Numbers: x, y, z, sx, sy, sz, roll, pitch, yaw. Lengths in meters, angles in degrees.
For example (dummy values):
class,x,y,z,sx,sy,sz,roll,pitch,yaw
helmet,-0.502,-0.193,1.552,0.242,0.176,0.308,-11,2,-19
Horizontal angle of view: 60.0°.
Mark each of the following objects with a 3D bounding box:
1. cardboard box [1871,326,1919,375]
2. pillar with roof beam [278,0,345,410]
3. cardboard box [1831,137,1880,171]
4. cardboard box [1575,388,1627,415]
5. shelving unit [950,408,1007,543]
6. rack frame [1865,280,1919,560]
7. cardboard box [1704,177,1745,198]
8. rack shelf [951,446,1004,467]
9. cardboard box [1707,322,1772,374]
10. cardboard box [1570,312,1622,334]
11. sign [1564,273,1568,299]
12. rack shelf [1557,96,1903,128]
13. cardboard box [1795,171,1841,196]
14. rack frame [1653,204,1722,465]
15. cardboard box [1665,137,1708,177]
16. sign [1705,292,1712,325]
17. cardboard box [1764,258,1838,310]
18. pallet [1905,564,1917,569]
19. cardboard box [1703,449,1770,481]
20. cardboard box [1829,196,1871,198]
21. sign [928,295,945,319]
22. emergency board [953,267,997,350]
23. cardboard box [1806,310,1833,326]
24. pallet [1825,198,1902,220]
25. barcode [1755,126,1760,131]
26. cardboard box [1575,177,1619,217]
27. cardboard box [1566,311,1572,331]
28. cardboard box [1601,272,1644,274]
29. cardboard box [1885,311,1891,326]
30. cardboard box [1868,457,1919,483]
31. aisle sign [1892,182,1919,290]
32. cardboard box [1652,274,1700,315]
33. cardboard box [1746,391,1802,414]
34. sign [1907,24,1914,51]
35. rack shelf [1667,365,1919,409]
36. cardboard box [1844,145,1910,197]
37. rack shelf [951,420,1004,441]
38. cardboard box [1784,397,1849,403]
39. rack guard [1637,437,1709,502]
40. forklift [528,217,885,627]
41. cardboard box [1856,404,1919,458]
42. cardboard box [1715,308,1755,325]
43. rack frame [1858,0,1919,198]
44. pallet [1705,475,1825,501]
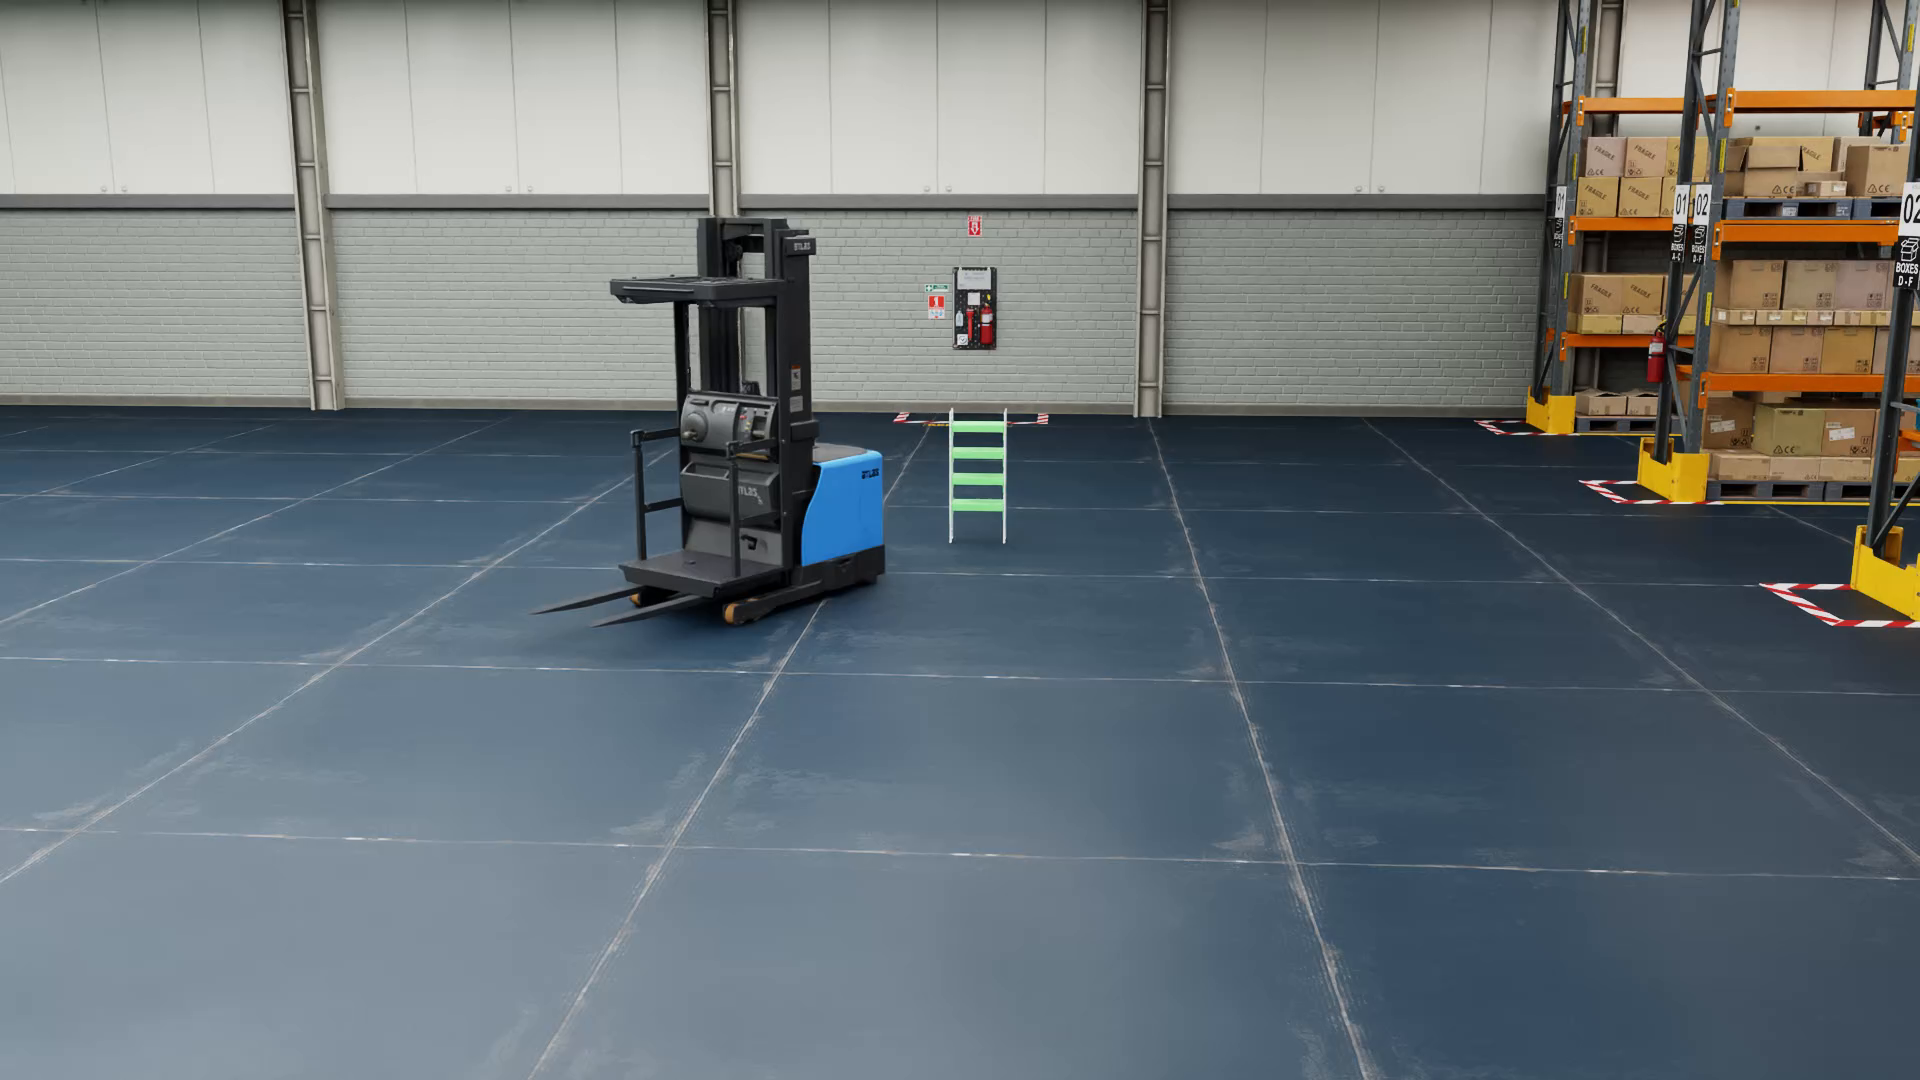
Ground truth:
class,x,y,z,sx,sy,sz,roll,pitch,yaw
cardboard box,9.585,-1.997,17.226,0.500,0.500,0.700,1,12,5
pillar with roof beam,-9.588,-5.460,19.373,0.400,9.000,9.100,1,12,4
cardboard box,11.376,-4.903,21.300,0.500,0.500,0.500,0,12,-1
cardboard box,8.587,-1.861,22.313,0.500,0.311,0.500,-1,12,-3
shelving unit,0.165,-0.585,15.116,0.503,1.200,0.258,1,12,4
rack frame,7.241,-0.966,12.540,0.127,3.000,1.000,1,12,4
cardboard box,9.808,-4.437,21.516,0.500,0.500,0.500,2,12,7
rack shelf,0.165,-0.757,15.080,0.480,0.148,0.258,1,12,4
cardboard box,8.041,-2.017,17.324,0.500,0.500,0.700,1,12,4
cardboard box,8.369,-2.854,21.887,0.500,0.250,0.500,0,12,2
sign,7.867,-3.302,21.597,0.005,0.325,0.100,1,12,4
rack shelf,9.899,-5.545,21.545,4.000,0.370,1.077,1,12,4
cardboard box,8.742,-3.684,17.211,0.500,0.250,0.500,1,12,4
rack frame,7.576,-1.977,17.377,0.127,3.000,1.000,1,12,4
cardboard box,9.280,-4.929,21.427,0.500,0.500,0.500,1,12,5
sign,7.533,-2.327,16.739,0.005,0.325,0.100,1,12,4
cardboard box,8.619,-2.646,17.159,0.500,0.500,0.700,0,12,2
pallet,8.130,0.403,12.808,1.213,0.211,1.003,1,12,4
cardboard box,8.096,-0.784,17.364,0.500,0.250,0.500,1,12,4
cardboard box,11.371,-4.418,21.426,0.500,0.500,0.500,1,12,5
sign,-0.335,-3.326,23.739,0.234,0.329,0.001,1,12,4
emergency board,0.210,-3.280,23.606,0.643,1.169,0.194,1,12,4
cardboard box,8.717,-2.284,17.014,0.250,0.149,0.380,1,12,3
pallet,9.500,-3.371,16.931,1.213,0.211,1.003,1,12,4
barcode,10.536,-5.440,21.963,0.075,0.075,0.001,1,12,4
cardboard box,8.220,-4.461,21.630,0.500,0.500,0.500,1,12,5
cardboard box,8.382,-2.959,22.388,0.500,0.250,0.500,1,12,5
cardboard box,8.889,-3.321,22.286,0.500,0.500,0.500,1,12,5
cardboard box,9.486,-2.273,16.964,0.250,0.149,0.380,1,12,4
cardboard box,9.592,-0.764,17.264,0.500,0.250,0.500,1,12,4
aisle sign,7.189,-2.300,12.569,0.004,0.787,0.394,1,12,4
cardboard box,9.367,-3.208,21.745,0.500,0.500,0.500,0,12,2
cardboard box,10.856,-1.933,22.194,0.500,0.500,0.500,0,12,-1
sign,11.839,-6.257,20.707,0.005,0.325,0.100,1,12,4
rack shelf,9.571,-1.598,17.320,4.000,0.370,1.077,1,12,4
cardboard box,9.214,-3.690,16.627,0.500,0.500,0.500,1,12,4
rack shelf,0.165,-0.992,15.031,0.480,0.148,0.258,1,12,4
cardboard box,9.129,-1.247,17.744,0.500,0.500,0.500,1,12,4
rack guard,7.552,-0.754,17.635,0.348,0.500,1.175,1,12,4
forklift,-1.887,-0.917,12.474,1.130,2.935,3.031,8,15,35
cardboard box,9.592,-1.130,17.186,0.500,0.500,0.500,1,12,4
cardboard box,7.953,-2.295,17.065,0.250,0.149,0.380,1,12,3
rack frame,11.894,-5.871,21.340,0.127,3.000,1.000,1,12,4
pallet,8.342,-0.611,17.654,1.213,0.211,1.003,1,12,4
